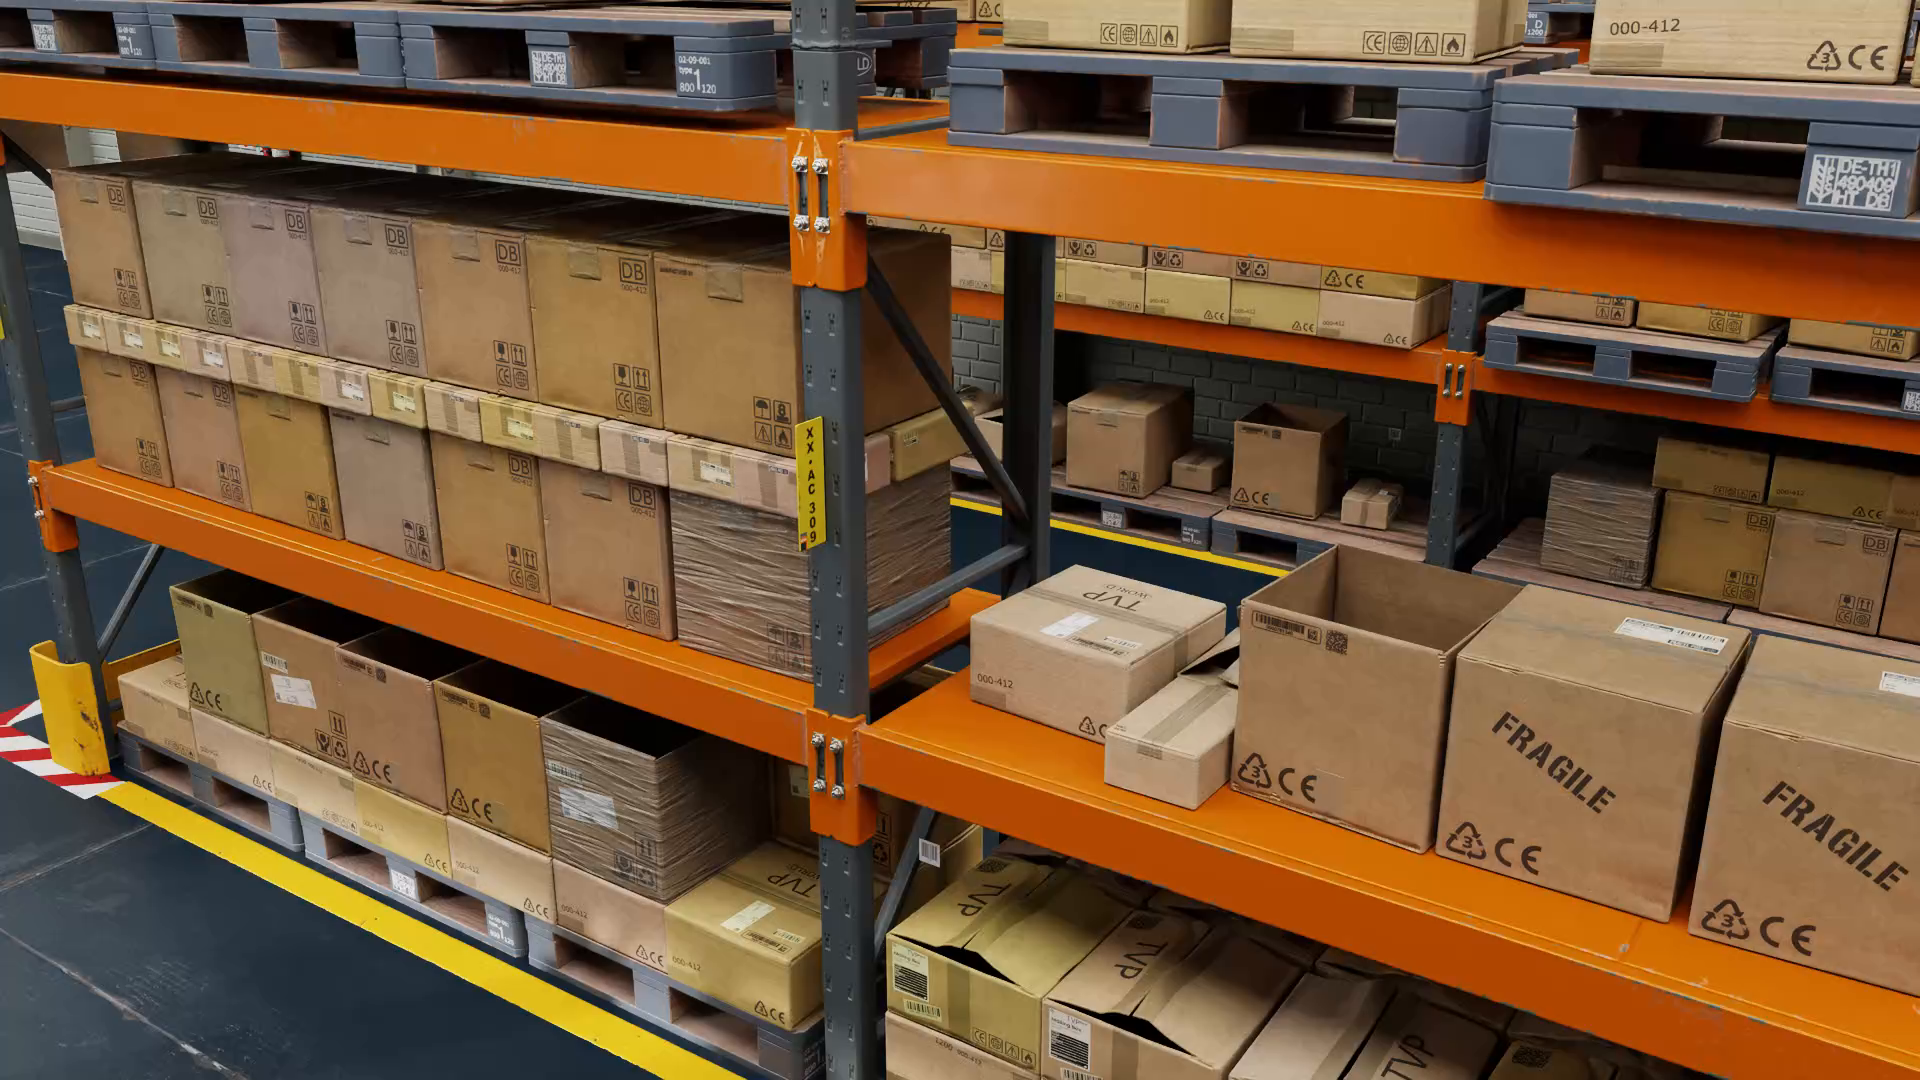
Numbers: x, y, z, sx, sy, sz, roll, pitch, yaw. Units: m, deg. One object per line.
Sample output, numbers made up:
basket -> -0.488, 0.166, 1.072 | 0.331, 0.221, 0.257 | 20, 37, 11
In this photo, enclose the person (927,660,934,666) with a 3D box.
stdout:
person -> -0.282, 0.079, 6.856 | 0.354, 1.673, 0.522 | 11, 23, 29
